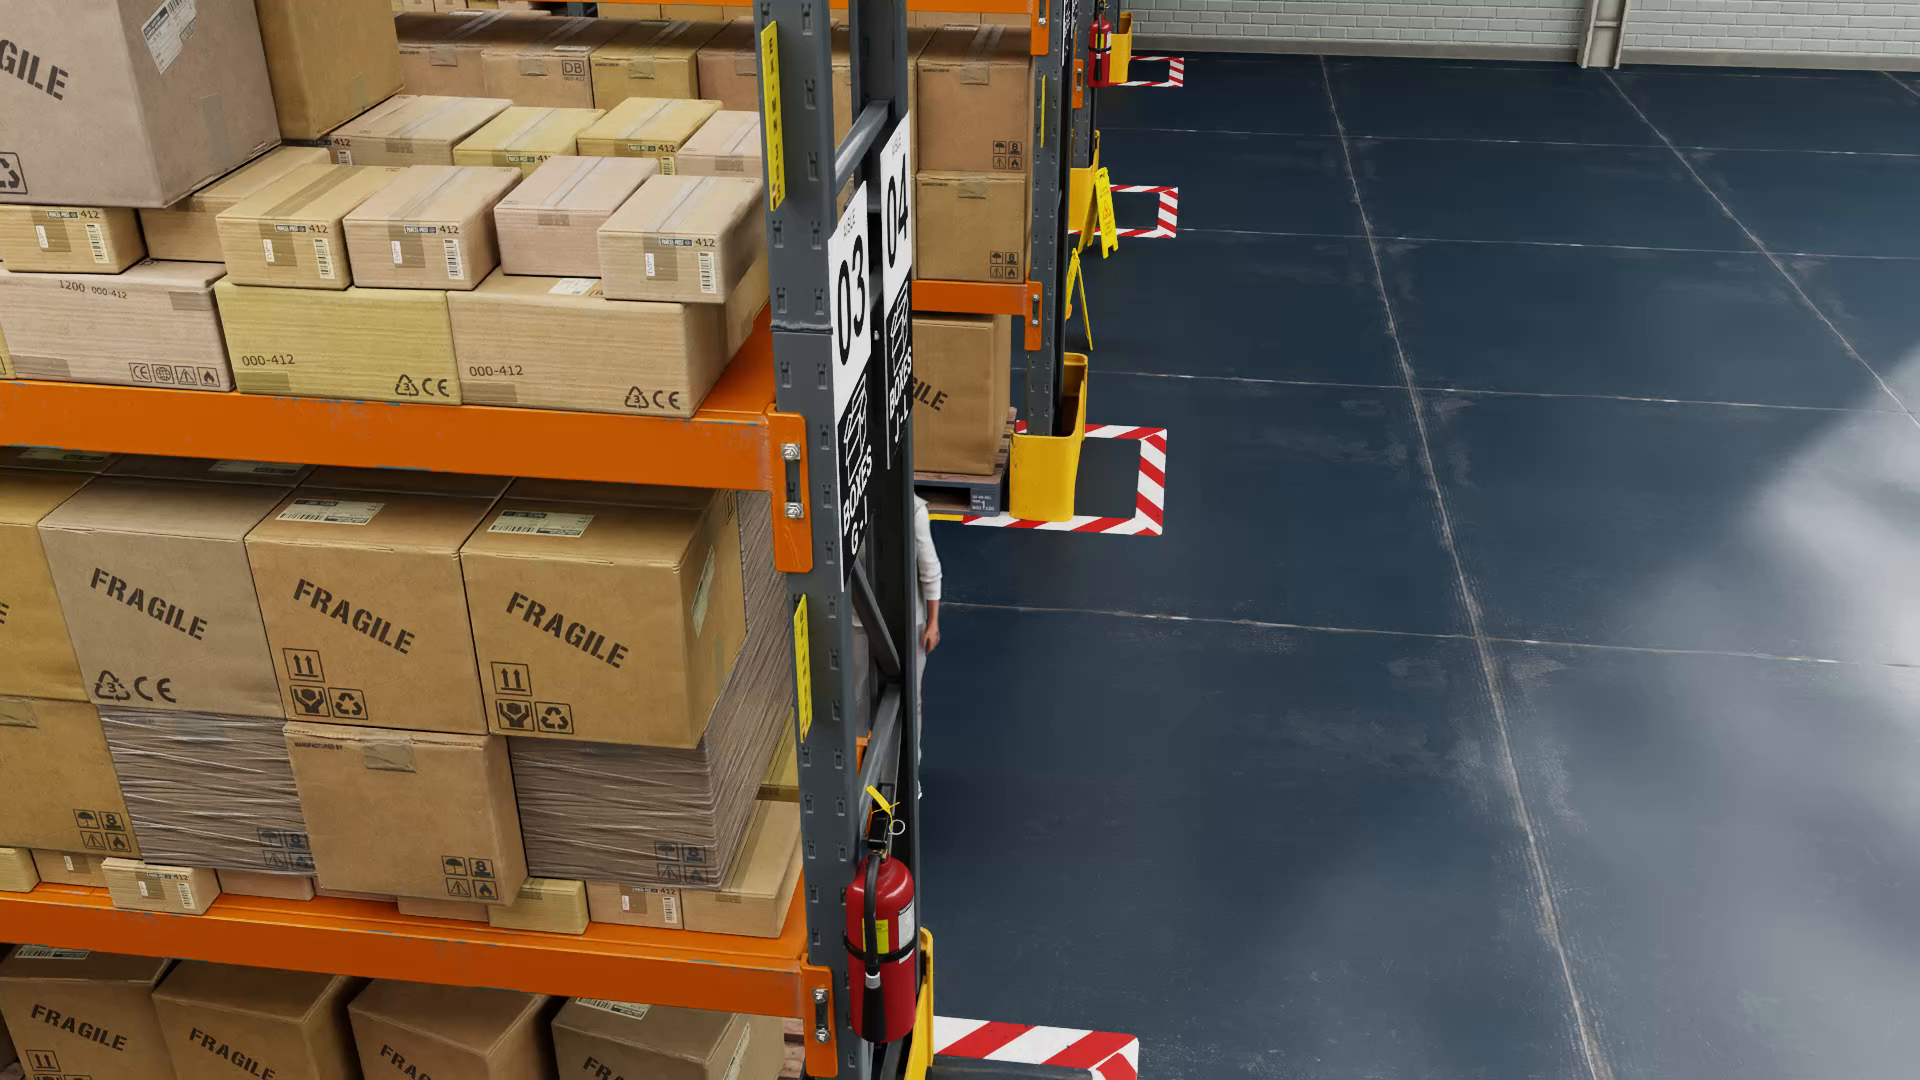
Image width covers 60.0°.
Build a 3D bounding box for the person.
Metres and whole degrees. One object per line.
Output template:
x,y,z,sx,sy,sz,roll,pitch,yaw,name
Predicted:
-0.309,0.326,6.544,0.472,1.592,0.350,3,29,5,person
